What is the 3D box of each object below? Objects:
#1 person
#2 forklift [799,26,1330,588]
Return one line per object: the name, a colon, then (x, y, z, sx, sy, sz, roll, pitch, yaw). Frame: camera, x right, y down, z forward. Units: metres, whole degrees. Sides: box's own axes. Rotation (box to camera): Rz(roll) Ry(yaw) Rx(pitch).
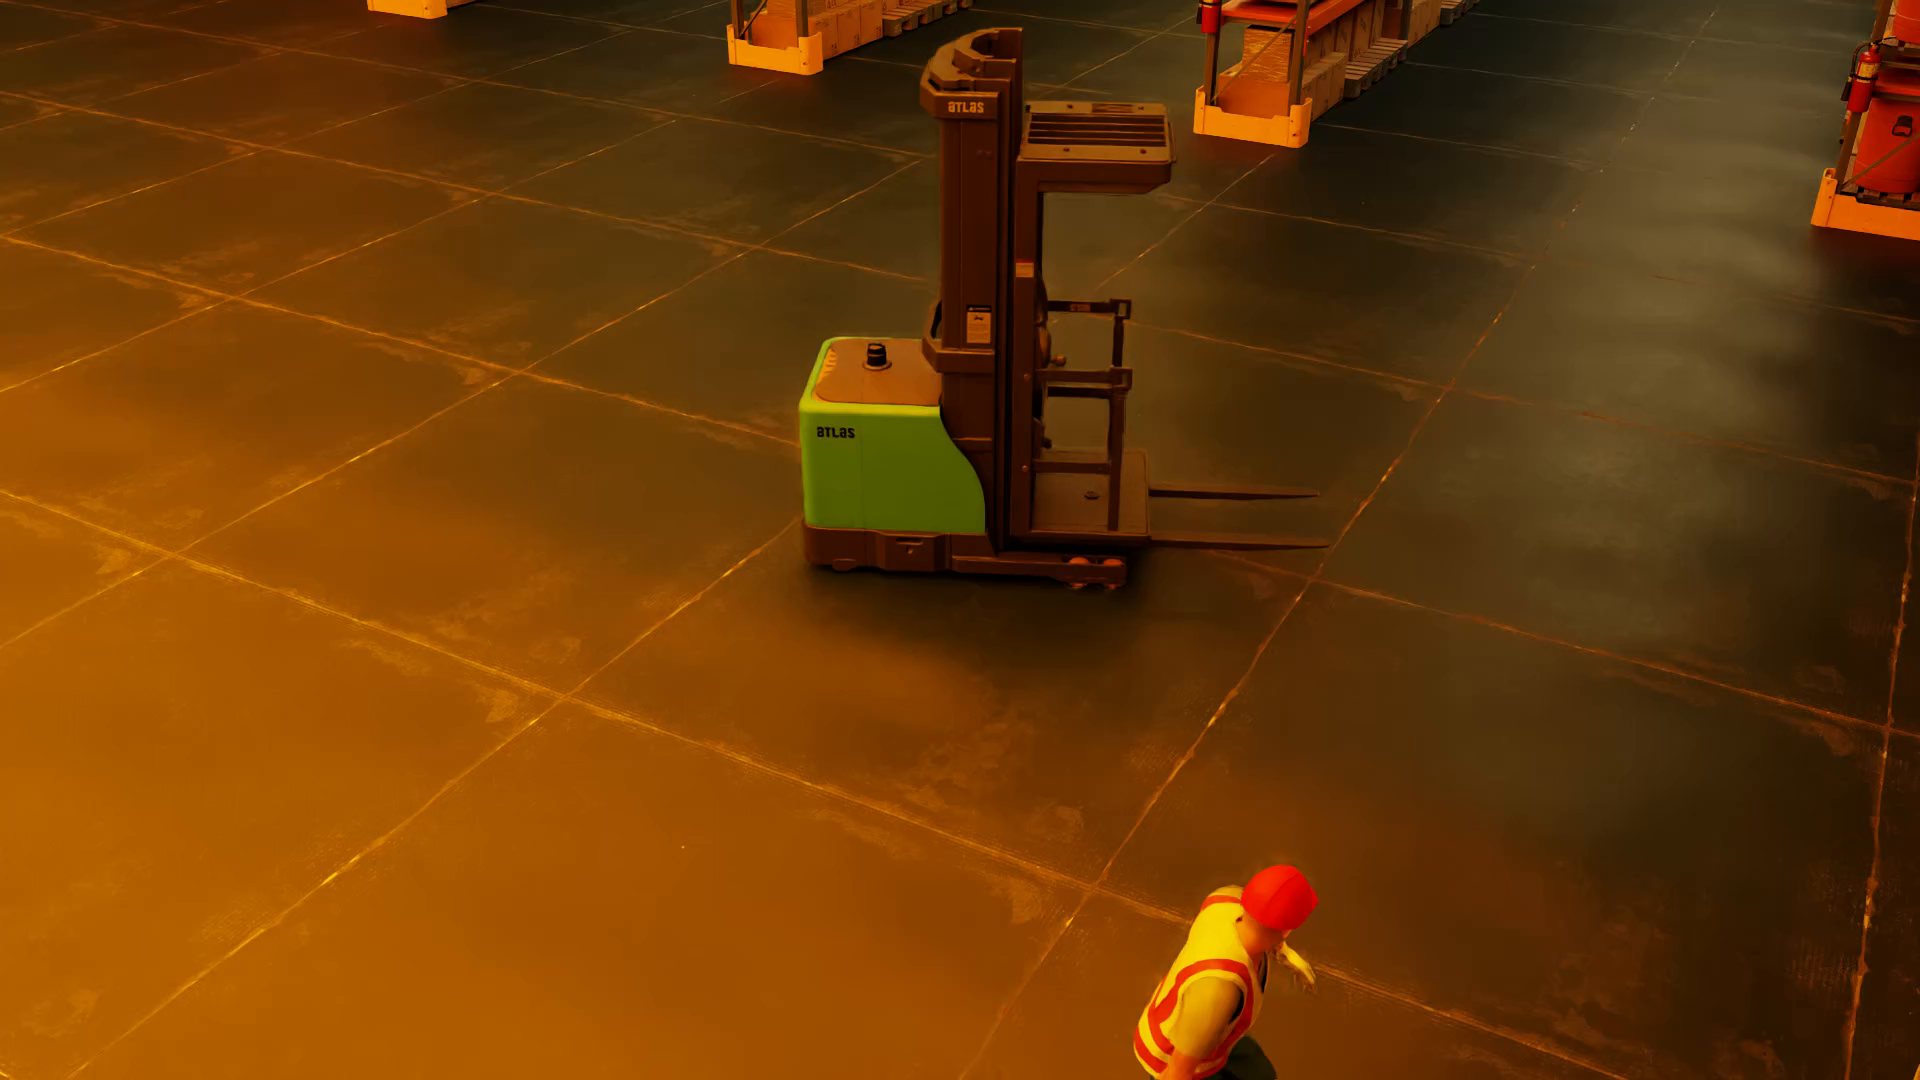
person: (0.806, 1.728, 5.470, 0.501, 1.644, 1.020, 15, 33, 24)
forklift: (0.635, -1.270, 9.272, 3.031, 2.935, 1.130, 2, 30, 4)
